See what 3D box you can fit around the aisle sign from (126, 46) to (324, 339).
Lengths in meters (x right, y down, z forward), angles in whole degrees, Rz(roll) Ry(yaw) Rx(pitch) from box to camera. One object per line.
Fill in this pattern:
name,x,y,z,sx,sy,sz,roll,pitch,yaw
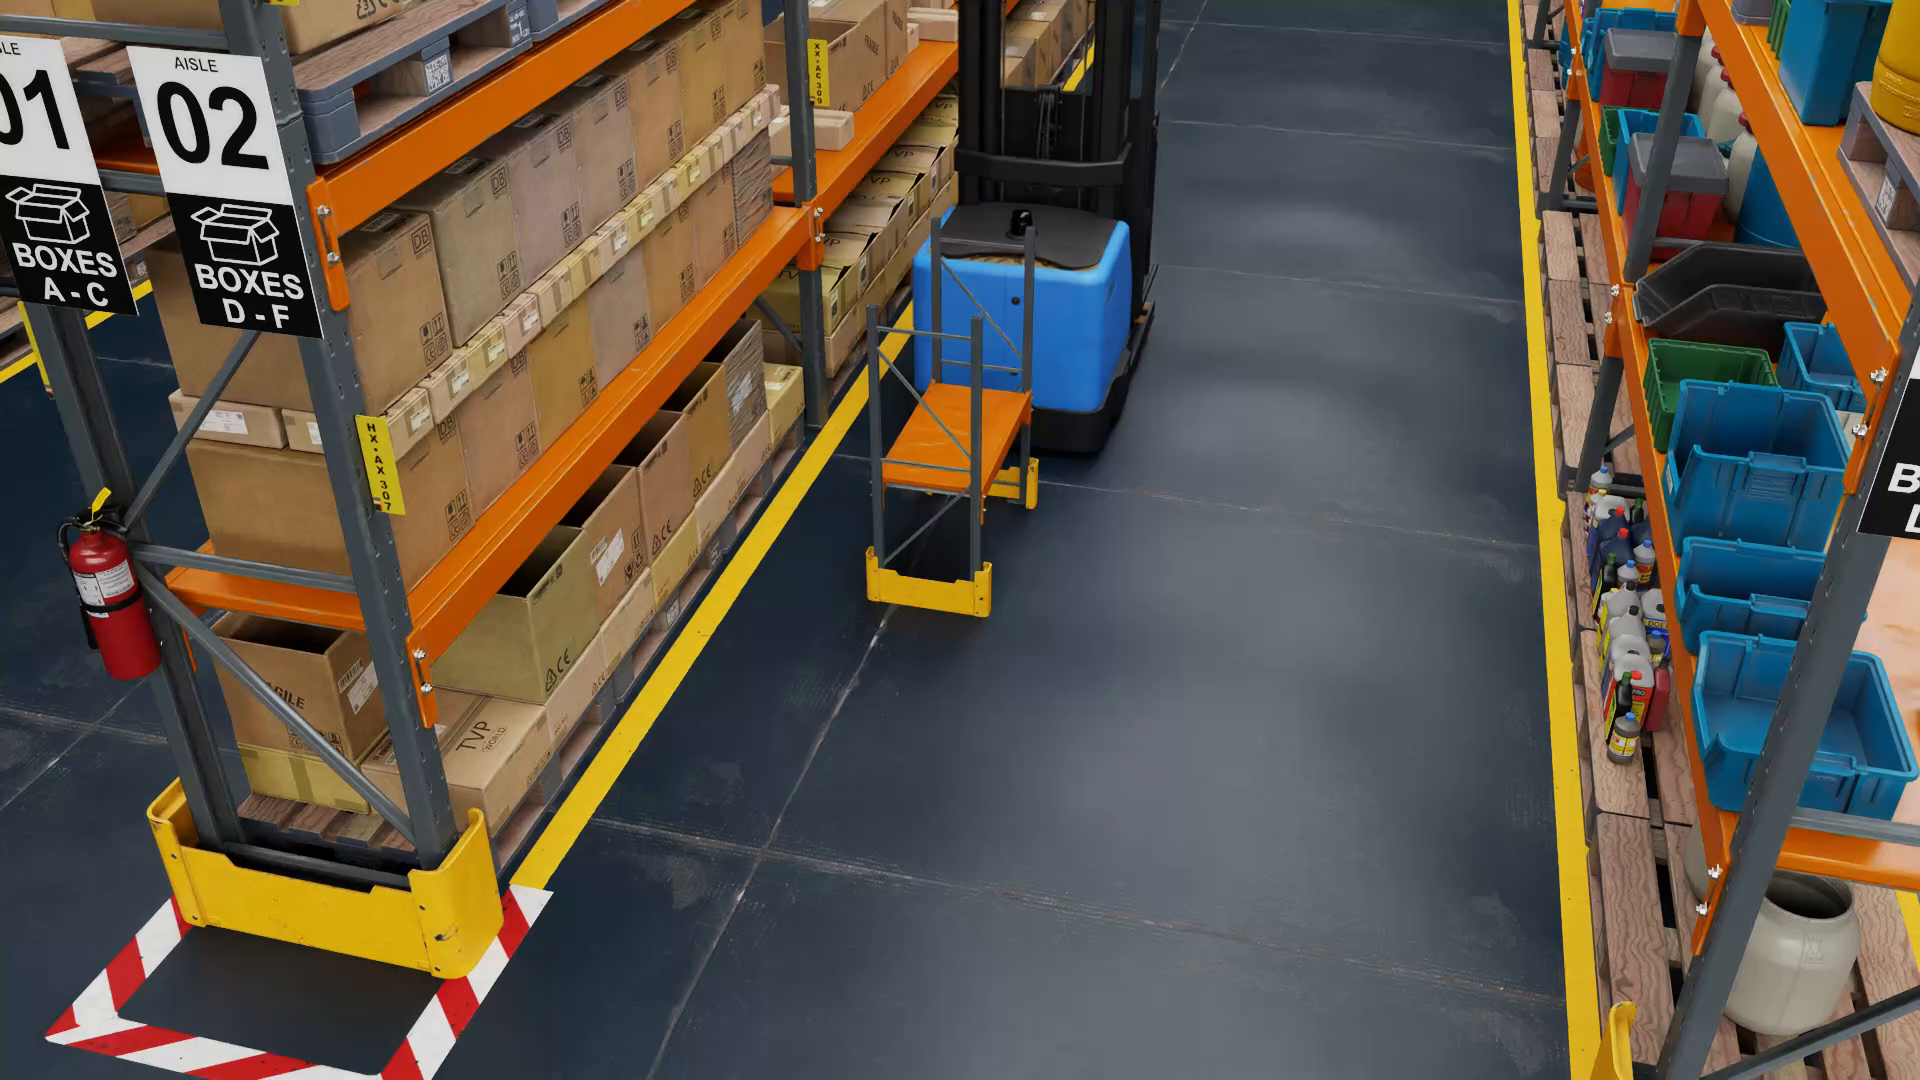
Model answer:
aisle sign,-1.970,-0.921,4.480,0.394,0.787,0.004,8,33,12

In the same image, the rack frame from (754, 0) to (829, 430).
rack frame,-1.234,-1.975,8.561,1.000,3.000,0.127,8,33,12

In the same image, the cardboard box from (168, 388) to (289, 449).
cardboard box,-2.337,-0.440,5.448,0.380,0.149,0.250,7,33,12

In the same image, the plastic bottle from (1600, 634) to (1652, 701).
plastic bottle,2.709,0.529,6.751,0.152,0.276,0.135,7,33,11

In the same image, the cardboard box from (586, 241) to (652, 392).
cardboard box,-1.728,-0.986,6.912,0.700,0.500,0.500,9,34,14

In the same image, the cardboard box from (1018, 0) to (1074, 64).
cardboard box,0.687,-4.447,14.369,0.500,0.500,0.500,8,33,13

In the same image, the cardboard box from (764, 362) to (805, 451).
cardboard box,-1.140,-0.722,8.761,0.500,0.250,0.500,8,33,12

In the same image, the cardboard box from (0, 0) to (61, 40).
cardboard box,-5.864,-3.135,9.883,0.700,0.500,0.500,8,33,13

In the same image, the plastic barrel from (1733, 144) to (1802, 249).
plastic barrel,3.947,-1.670,7.614,0.600,0.901,0.708,8,33,12

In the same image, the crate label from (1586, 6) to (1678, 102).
crate label,4.058,-2.911,10.000,0.502,0.435,0.616,8,33,12

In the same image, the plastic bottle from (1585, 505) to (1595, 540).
plastic bottle,3.000,-0.093,7.798,0.097,0.201,0.097,0,32,0

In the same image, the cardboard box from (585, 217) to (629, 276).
cardboard box,-1.550,-1.188,6.624,0.380,0.149,0.250,8,33,13

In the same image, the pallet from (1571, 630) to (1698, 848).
pallet,3.038,0.856,6.707,1.003,0.211,1.213,8,33,12

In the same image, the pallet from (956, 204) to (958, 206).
pallet,-0.466,-2.452,11.911,1.003,0.211,1.213,8,33,12

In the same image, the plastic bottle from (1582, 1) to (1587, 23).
plastic bottle,4.308,-3.616,11.328,0.097,0.201,0.097,0,32,0

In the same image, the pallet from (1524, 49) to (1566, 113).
pallet,5.350,-3.879,14.155,1.003,0.211,1.213,8,33,12

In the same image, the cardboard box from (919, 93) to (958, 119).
cardboard box,-0.114,-2.999,11.821,0.500,0.311,0.500,9,34,14

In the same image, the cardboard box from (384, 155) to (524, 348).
cardboard box,-1.977,-1.031,5.773,0.700,0.500,0.500,7,33,11

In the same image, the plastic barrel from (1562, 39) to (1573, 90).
plastic barrel,5.252,-4.095,13.460,0.600,0.901,0.708,8,33,12

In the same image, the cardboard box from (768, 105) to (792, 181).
cardboard box,-1.151,-2.174,9.013,0.500,0.250,0.500,10,34,15

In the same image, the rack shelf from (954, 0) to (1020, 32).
rack shelf,0.289,-4.785,13.652,1.077,0.370,4.000,8,33,12

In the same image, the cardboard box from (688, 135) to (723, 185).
cardboard box,-1.290,-1.720,7.462,0.380,0.149,0.250,8,33,12

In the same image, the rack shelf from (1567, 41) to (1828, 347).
rack shelf,4.064,-2.033,9.323,1.077,0.370,4.000,8,33,12

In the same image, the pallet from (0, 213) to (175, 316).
pallet,-5.830,-1.875,11.003,1.003,0.211,1.213,8,33,12

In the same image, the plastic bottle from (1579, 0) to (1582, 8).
plastic bottle,4.416,-3.867,11.656,0.097,0.271,0.097,0,32,0

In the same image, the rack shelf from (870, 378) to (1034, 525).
rack shelf,-0.022,-0.437,7.874,0.538,0.185,1.000,8,33,12

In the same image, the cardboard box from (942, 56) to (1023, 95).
cardboard box,0.173,-3.379,12.689,0.500,0.500,0.500,9,34,14

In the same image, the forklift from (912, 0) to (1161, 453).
forklift,0.589,-2.484,9.425,1.130,2.935,3.031,8,33,12

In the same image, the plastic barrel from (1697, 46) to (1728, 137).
plastic barrel,4.307,-2.428,9.147,0.433,0.535,0.433,0,32,0

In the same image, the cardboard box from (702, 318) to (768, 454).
cardboard box,-1.279,-0.780,8.154,0.500,0.500,0.500,8,33,12

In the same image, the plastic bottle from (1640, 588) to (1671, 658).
plastic bottle,2.944,0.353,7.028,0.152,0.276,0.135,8,33,12

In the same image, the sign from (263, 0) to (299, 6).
sign,-1.714,-1.489,4.112,0.100,0.325,0.005,8,33,12

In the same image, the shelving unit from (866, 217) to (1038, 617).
shelving unit,-0.019,-0.593,7.785,0.587,1.500,1.083,8,33,12

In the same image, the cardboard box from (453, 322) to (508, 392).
cardboard box,-1.812,-0.657,5.789,0.380,0.149,0.250,8,33,13

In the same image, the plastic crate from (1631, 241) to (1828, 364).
plastic crate,3.300,-1.019,7.114,0.767,0.338,0.504,8,33,12

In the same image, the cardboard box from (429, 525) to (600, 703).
cardboard box,-1.773,0.259,6.519,0.500,0.500,0.500,8,33,12

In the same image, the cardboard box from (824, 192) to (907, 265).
cardboard box,-0.626,-1.937,10.150,0.500,0.311,0.500,7,33,11

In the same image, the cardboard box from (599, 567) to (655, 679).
cardboard box,-1.647,0.316,7.128,0.500,0.250,0.500,8,33,12

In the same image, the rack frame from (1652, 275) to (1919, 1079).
rack frame,2.544,0.777,4.232,0.949,2.616,0.053,8,33,12

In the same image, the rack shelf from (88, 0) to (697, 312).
rack shelf,-1.742,-1.900,6.317,1.077,0.370,4.000,8,33,12

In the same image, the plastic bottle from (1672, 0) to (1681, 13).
plastic bottle,4.847,-3.524,11.113,0.152,0.276,0.135,8,33,12

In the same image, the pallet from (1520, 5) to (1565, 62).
pallet,5.735,-4.661,15.384,1.003,0.211,1.213,8,33,12

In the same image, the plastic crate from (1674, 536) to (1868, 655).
plastic crate,2.549,0.203,5.274,0.499,0.251,0.408,8,33,12

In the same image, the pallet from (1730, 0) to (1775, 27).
pallet,3.468,-2.098,6.134,1.213,0.211,1.003,8,33,12

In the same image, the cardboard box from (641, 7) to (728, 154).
cardboard box,-1.468,-2.072,7.410,0.700,0.500,0.500,8,33,12

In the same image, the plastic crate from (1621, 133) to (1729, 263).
plastic crate,3.383,-1.619,7.941,0.402,0.464,0.583,8,33,12

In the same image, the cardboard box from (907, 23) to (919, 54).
cardboard box,-0.488,-3.276,10.841,0.380,0.149,0.250,10,34,16

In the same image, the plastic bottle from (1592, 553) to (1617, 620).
plastic bottle,2.820,0.202,7.258,0.061,0.283,0.133,9,34,15

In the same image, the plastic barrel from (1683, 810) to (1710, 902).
plastic barrel,2.761,1.037,5.750,0.421,0.512,0.421,0,32,0

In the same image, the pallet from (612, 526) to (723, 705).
pallet,-1.784,0.243,7.670,1.003,0.211,1.213,8,33,12

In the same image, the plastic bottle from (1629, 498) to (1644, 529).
plastic bottle,3.099,-0.047,7.650,0.061,0.283,0.133,8,33,12

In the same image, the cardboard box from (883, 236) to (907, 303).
cardboard box,-0.632,-1.702,10.303,0.500,0.250,0.500,7,33,11
